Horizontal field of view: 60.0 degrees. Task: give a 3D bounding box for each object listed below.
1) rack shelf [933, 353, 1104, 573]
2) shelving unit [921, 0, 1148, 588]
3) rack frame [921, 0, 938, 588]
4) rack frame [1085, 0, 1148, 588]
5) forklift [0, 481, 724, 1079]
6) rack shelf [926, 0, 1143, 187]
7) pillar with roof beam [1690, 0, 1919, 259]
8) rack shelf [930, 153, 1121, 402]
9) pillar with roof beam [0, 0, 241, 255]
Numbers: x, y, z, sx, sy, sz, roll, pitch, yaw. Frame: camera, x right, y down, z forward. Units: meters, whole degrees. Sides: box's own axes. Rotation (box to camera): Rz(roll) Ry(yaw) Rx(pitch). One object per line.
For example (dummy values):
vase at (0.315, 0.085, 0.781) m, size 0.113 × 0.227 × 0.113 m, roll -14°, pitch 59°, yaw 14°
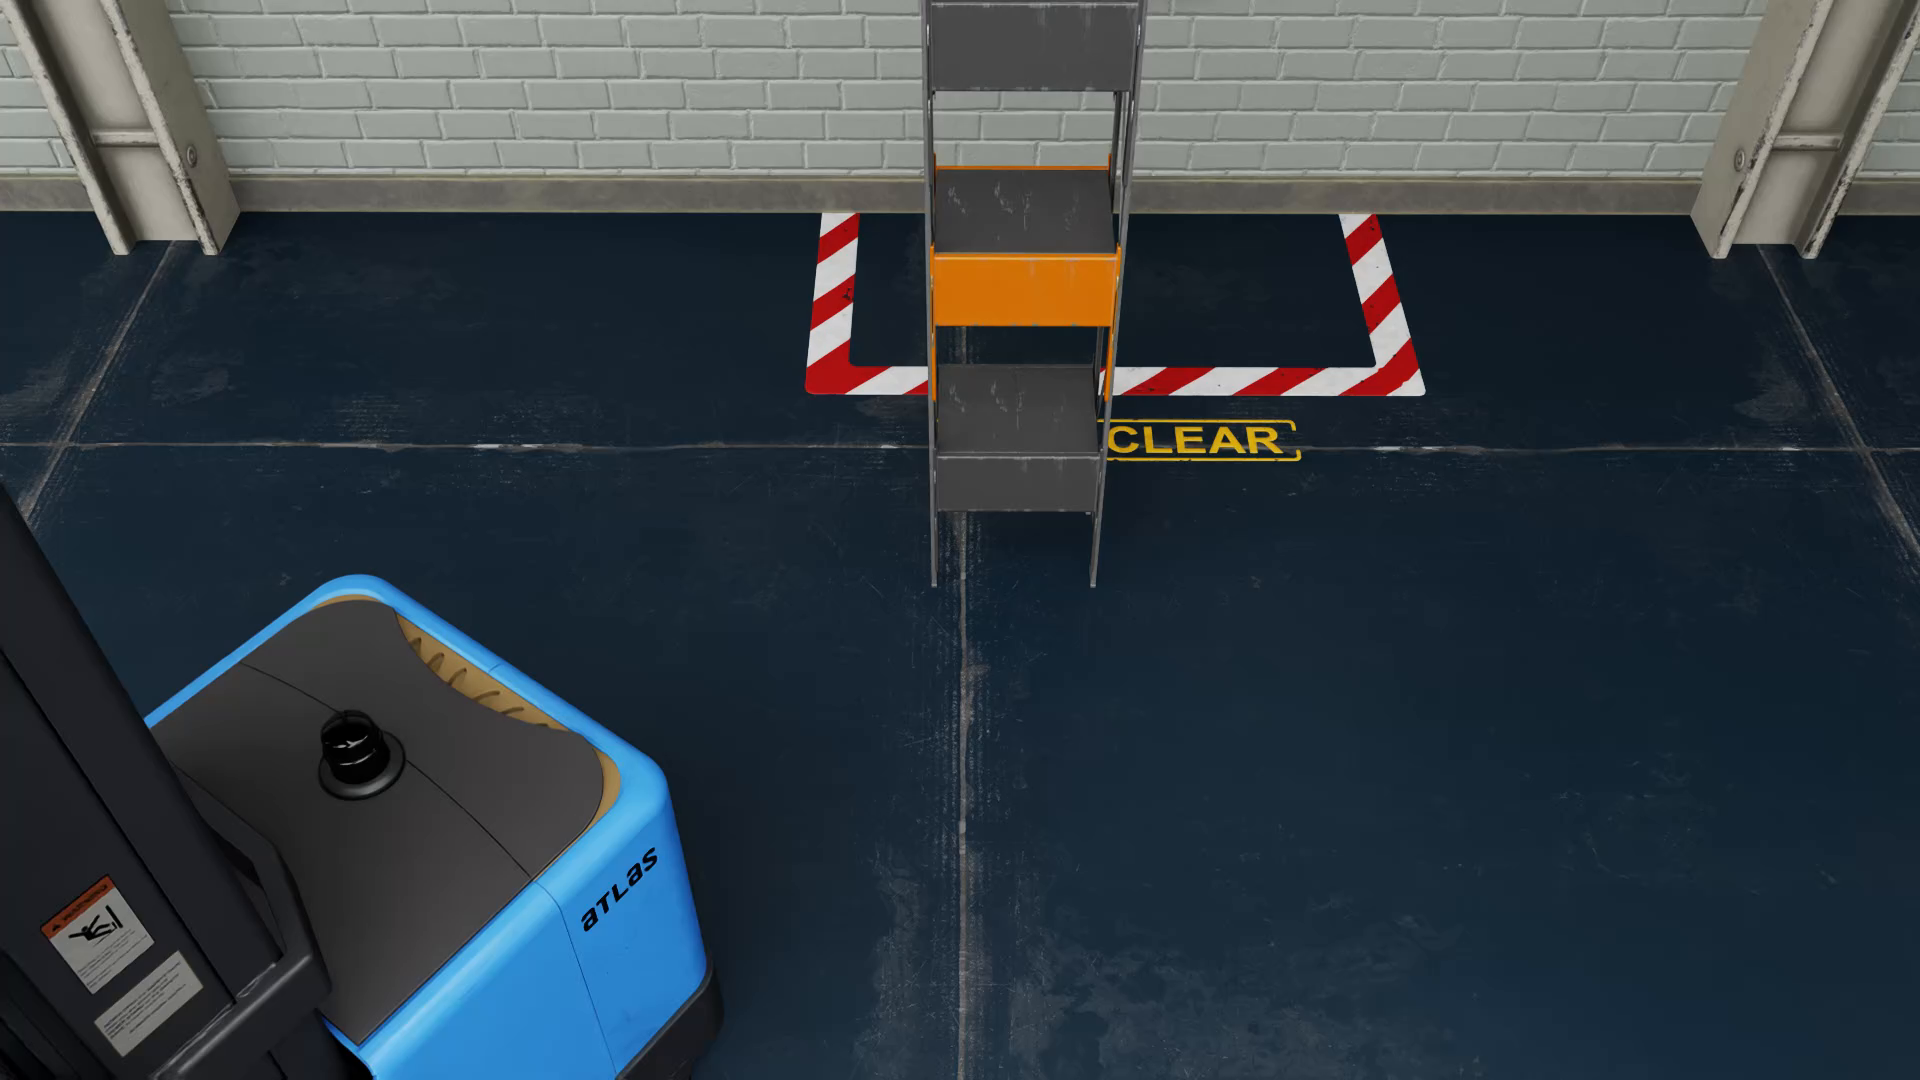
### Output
rack shelf at (0.166, -0.229, 5.003) m, size 0.480 × 0.518 × 0.431 m, roll 0°, pitch 47°, yaw 0°
shelving unit at (0.166, -0.715, 4.481) m, size 0.503 × 2.100 × 0.431 m, roll 0°, pitch 47°, yaw 0°
rack frame at (-0.078, -0.716, 4.482) m, size 0.015 × 2.100 × 0.400 m, roll 0°, pitch 47°, yaw 0°
rack frame at (0.410, -0.714, 4.480) m, size 0.015 × 2.100 × 0.400 m, roll 0°, pitch 47°, yaw 0°
forklift at (-1.857, 0.861, 2.446) m, size 1.130 × 2.935 × 3.031 m, roll 28°, pitch 53°, yaw 24°
rack shelf at (0.166, -1.183, 3.979) m, size 0.480 × 0.518 × 0.431 m, roll 0°, pitch 47°, yaw 0°
pillar with roof beam at (3.001, -1.084, 0.111) m, size 0.400 × 9.000 × 9.100 m, roll 0°, pitch 47°, yaw 0°
rack shelf at (0.166, -0.706, 4.491) m, size 0.480 × 0.518 × 0.431 m, roll 0°, pitch 47°, yaw 0°
pillar with roof beam at (-2.999, -1.100, 0.126) m, size 0.400 × 9.000 × 9.100 m, roll 0°, pitch 47°, yaw 0°
